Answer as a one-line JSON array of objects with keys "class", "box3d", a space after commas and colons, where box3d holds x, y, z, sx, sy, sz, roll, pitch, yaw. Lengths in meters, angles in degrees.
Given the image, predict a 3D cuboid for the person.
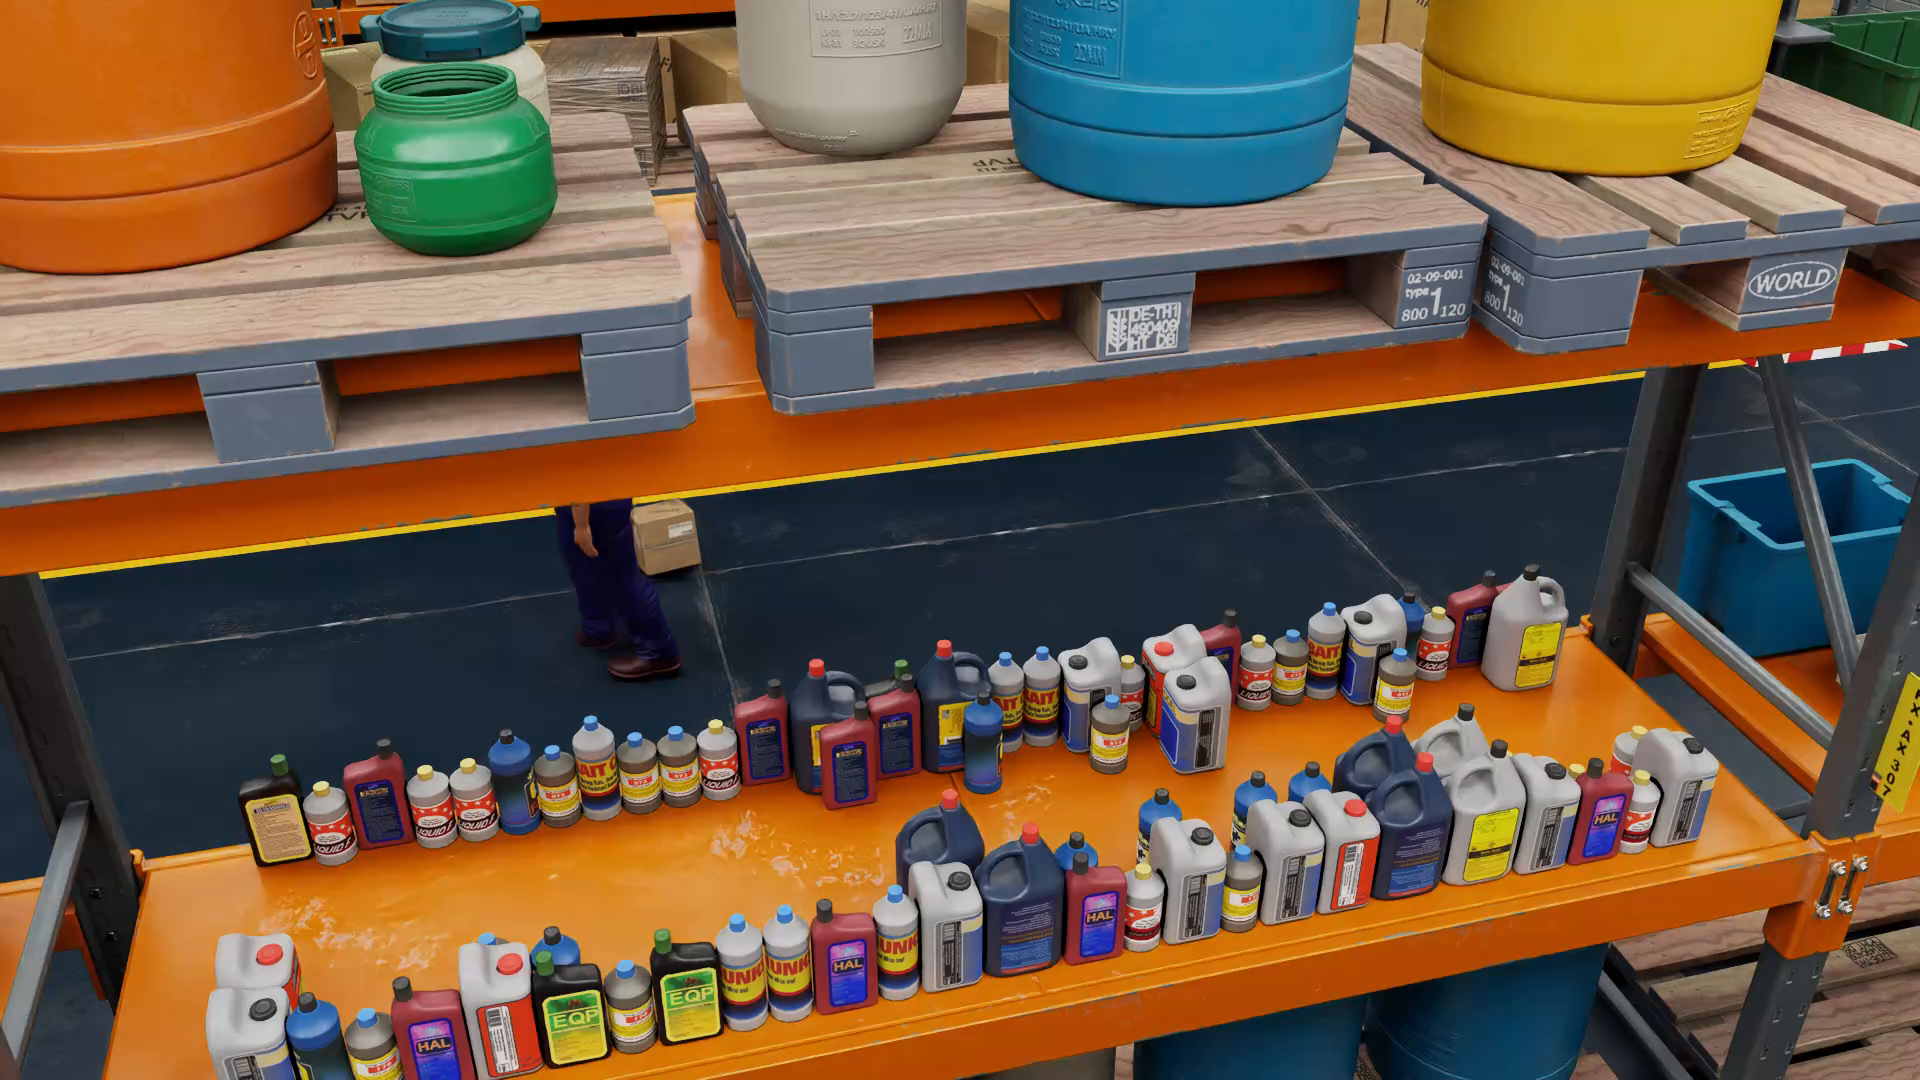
[{"class": "person", "box3d": [-1.395, -0.164, 6.475, 0.499, 1.703, 0.596, -3, 31, -5]}]
